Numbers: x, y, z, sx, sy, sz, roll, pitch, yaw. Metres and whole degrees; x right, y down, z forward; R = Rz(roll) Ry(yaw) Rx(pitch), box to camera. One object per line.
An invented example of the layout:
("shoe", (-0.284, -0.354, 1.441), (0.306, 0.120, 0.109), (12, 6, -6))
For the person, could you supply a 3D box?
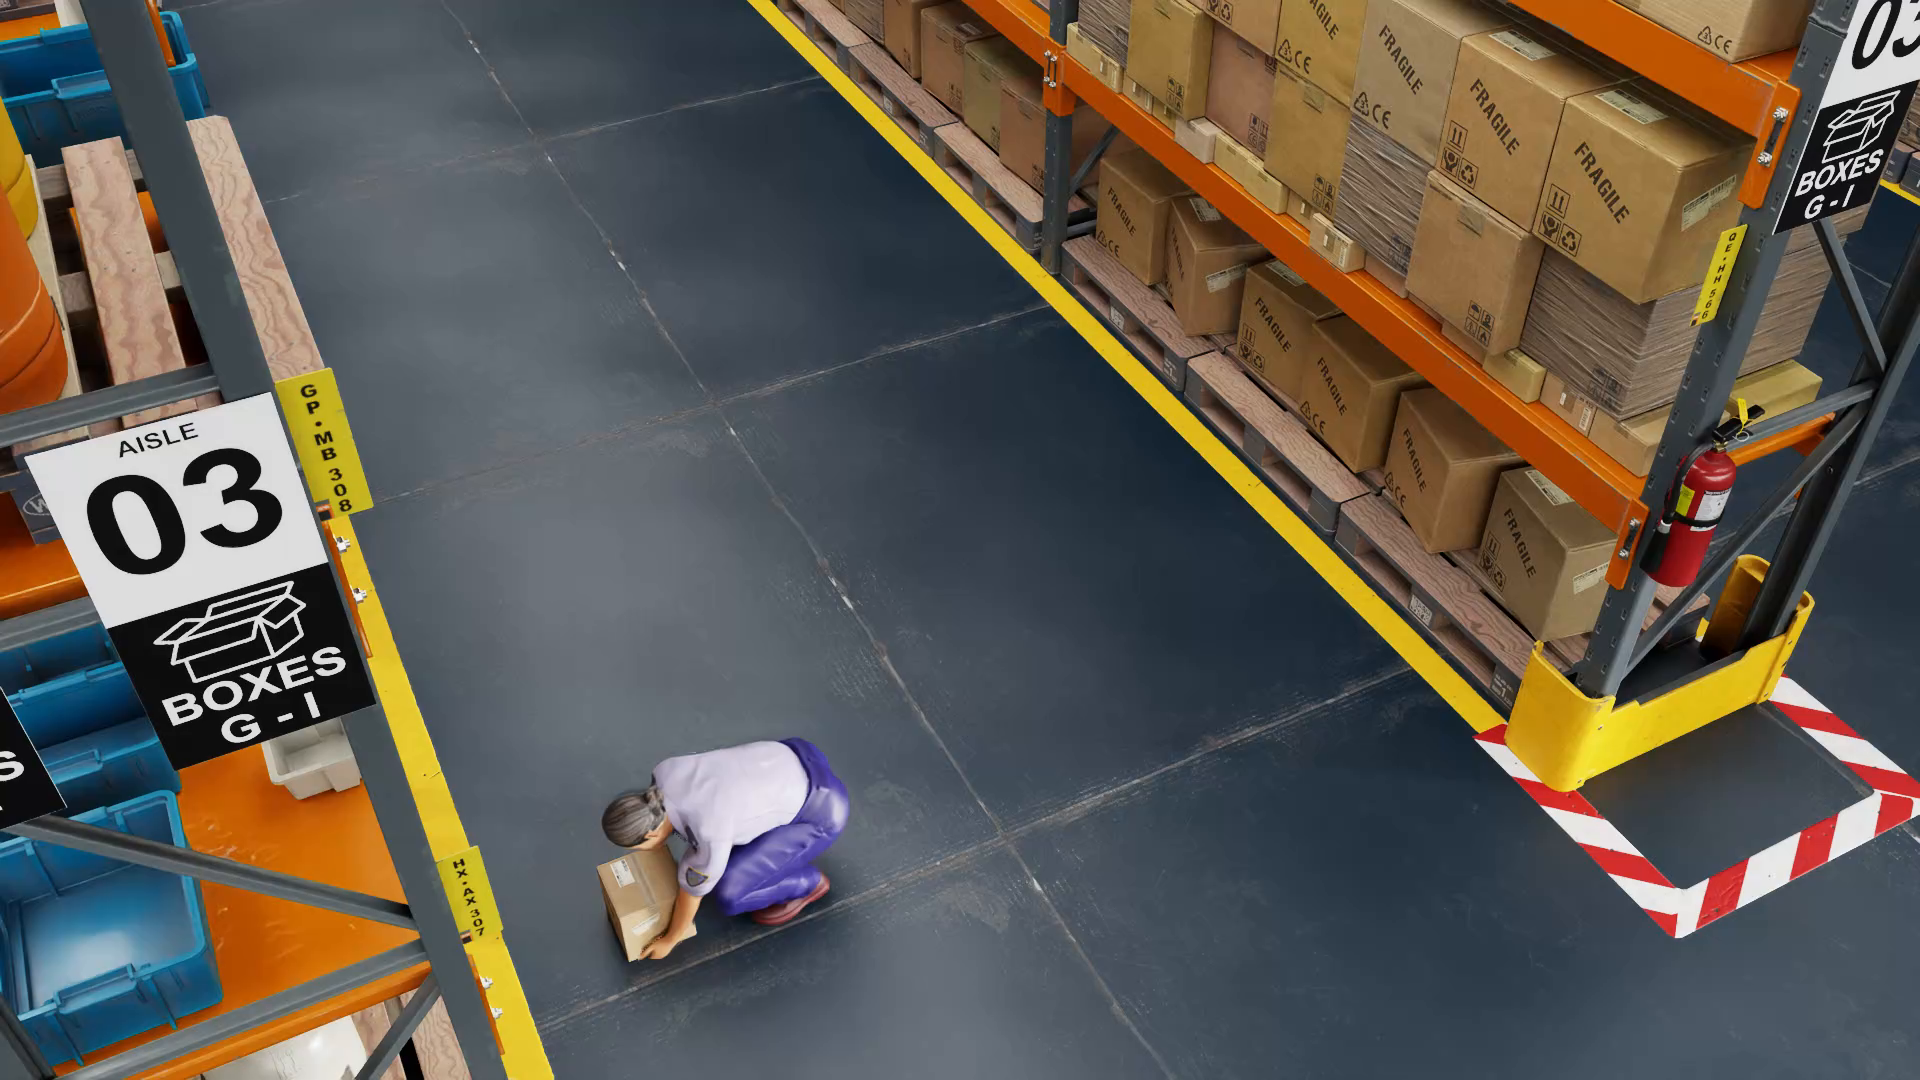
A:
("person", (-0.800, 1.010, 5.763), (0.847, 0.804, 0.527), (-19, 45, -20))
